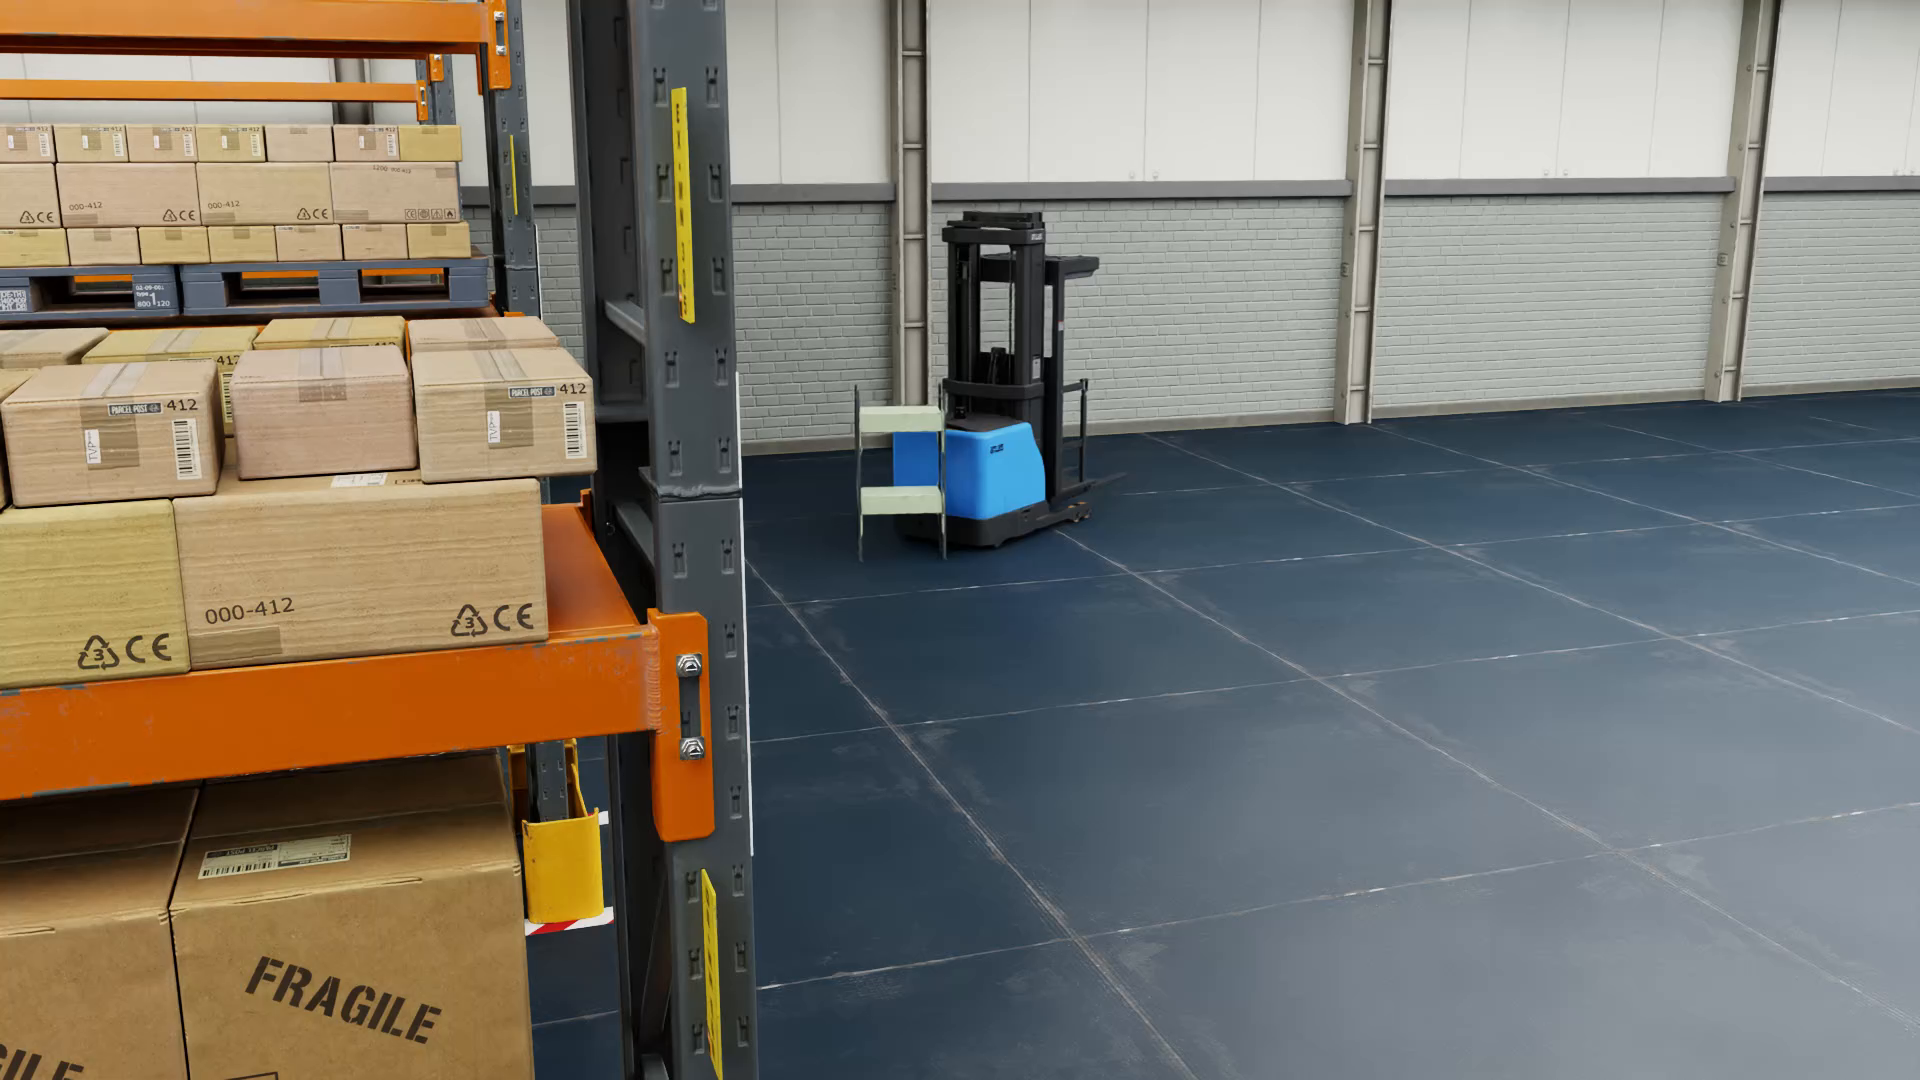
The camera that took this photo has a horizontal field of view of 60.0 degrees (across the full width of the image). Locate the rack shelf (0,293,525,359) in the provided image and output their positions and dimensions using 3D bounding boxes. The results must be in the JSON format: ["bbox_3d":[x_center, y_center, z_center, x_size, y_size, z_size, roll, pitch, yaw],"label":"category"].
[{"bbox_3d":[-3.936,-0.767,7.067,4.000,0.370,1.077,-4,14,-18],"label":"rack shelf"}]

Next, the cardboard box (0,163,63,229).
[{"bbox_3d":[-3.844,-1.382,6.652,0.500,0.250,0.500,-4,14,-18],"label":"cardboard box"}]

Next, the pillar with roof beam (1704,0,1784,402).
[{"bbox_3d":[12.184,-5.421,18.596,0.400,9.000,9.100,-4,14,-18],"label":"pillar with roof beam"}]

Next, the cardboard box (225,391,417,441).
[{"bbox_3d":[-1.094,-0.118,3.106,0.500,0.250,0.500,-4,14,-16],"label":"cardboard box"}]

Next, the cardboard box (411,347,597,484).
[{"bbox_3d":[-0.718,-0.202,2.597,0.250,0.149,0.380,-4,14,-18],"label":"cardboard box"}]

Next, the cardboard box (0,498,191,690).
[{"bbox_3d":[-1.403,0.032,2.475,0.500,0.250,0.500,-4,14,-18],"label":"cardboard box"}]

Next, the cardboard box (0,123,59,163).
[{"bbox_3d":[-3.697,-1.572,6.590,0.250,0.149,0.380,-4,14,-18],"label":"cardboard box"}]

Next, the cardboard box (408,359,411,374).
[{"bbox_3d":[-4.130,-1.478,11.962,0.500,0.500,0.700,-5,14,-19],"label":"cardboard box"}]

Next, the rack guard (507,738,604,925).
[{"bbox_3d":[-2.018,1.409,8.248,0.348,0.500,1.175,-4,14,-18],"label":"rack guard"}]

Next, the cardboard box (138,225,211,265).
[{"bbox_3d":[-3.213,-1.222,6.841,0.250,0.149,0.380,-5,14,-19],"label":"cardboard box"}]

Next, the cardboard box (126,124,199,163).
[{"bbox_3d":[-3.214,-1.610,6.750,0.250,0.149,0.380,-4,14,-18],"label":"cardboard box"}]

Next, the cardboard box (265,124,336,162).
[{"bbox_3d":[-2.732,-1.647,6.908,0.250,0.149,0.380,-4,14,-17],"label":"cardboard box"}]

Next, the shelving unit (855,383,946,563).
[{"bbox_3d":[-0.519,-0.589,14.483,0.755,1.500,0.431,-2,13,-6],"label":"shelving unit"}]

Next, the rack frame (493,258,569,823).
[{"bbox_3d":[-2.041,0.194,7.951,0.127,3.000,1.000,-4,14,-18],"label":"rack frame"}]

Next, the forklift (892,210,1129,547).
[{"bbox_3d":[0.623,-1.649,15.848,1.130,2.935,3.031,9,16,33],"label":"forklift"}]

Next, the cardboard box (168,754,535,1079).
[{"bbox_3d":[-0.997,0.705,2.786,0.500,0.500,0.500,-4,14,-18],"label":"cardboard box"}]

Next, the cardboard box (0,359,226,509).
[{"bbox_3d":[-1.227,-0.164,2.438,0.250,0.149,0.380,-5,14,-21],"label":"cardboard box"}]

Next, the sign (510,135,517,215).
[{"bbox_3d":[-1.881,-1.537,7.006,0.005,0.325,0.100,-4,14,-18],"label":"sign"}]

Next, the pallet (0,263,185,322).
[{"bbox_3d":[-3.899,-1.074,6.992,1.213,0.211,1.003,-4,14,-18],"label":"pallet"}]

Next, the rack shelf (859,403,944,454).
[{"bbox_3d":[-0.519,-0.968,14.393,0.720,0.370,0.431,-2,13,-6],"label":"rack shelf"}]

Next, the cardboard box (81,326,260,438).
[{"bbox_3d":[-1.366,-0.278,2.915,0.250,0.149,0.380,-5,14,-19],"label":"cardboard box"}]

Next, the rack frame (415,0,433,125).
[{"bbox_3d":[-5.302,-4.891,16.365,0.127,3.000,1.000,-4,14,-18],"label":"rack frame"}]

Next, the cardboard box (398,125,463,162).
[{"bbox_3d":[-2.252,-1.684,7.063,0.250,0.149,0.380,-4,14,-18],"label":"cardboard box"}]

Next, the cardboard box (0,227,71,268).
[{"bbox_3d":[-3.693,-1.184,6.685,0.250,0.149,0.380,-4,14,-17],"label":"cardboard box"}]

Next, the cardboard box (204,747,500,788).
[{"bbox_3d":[-1.163,0.591,3.265,0.500,0.500,0.500,-4,14,-18],"label":"cardboard box"}]

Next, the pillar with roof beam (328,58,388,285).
[{"bbox_3d":[-4.876,-4.093,13.011,0.400,9.000,9.100,-4,14,-18],"label":"pillar with roof beam"}]

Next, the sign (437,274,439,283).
[{"bbox_3d":[-5.142,-2.531,16.394,0.005,0.325,0.100,-4,14,-18],"label":"sign"}]

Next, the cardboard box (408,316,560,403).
[{"bbox_3d":[-0.889,-0.321,3.098,0.250,0.149,0.380,-5,14,-18],"label":"cardboard box"}]

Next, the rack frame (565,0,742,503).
[{"bbox_3d":[-0.554,-1.629,2.652,0.127,3.000,1.000,-4,14,-18],"label":"rack frame"}]

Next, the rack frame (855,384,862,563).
[{"bbox_3d":[-0.883,-0.579,14.443,0.023,1.500,0.400,-2,13,-6],"label":"rack frame"}]

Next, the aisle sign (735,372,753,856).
[{"bbox_3d":[-0.400,0.086,2.788,0.004,0.787,0.394,-4,14,-18],"label":"aisle sign"}]

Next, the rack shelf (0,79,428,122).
[{"bbox_3d":[-7.197,-4.199,15.874,4.000,0.370,1.077,-4,14,-18],"label":"rack shelf"}]

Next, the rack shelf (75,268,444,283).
[{"bbox_3d":[-5.611,-1.846,11.600,4.000,0.370,1.077,-4,14,-18],"label":"rack shelf"}]

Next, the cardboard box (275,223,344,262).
[{"bbox_3d":[-2.730,-1.259,7.000,0.250,0.149,0.380,-4,14,-17],"label":"cardboard box"}]

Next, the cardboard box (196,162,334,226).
[{"bbox_3d":[-2.890,-1.456,6.963,0.500,0.250,0.500,-4,14,-18],"label":"cardboard box"}]

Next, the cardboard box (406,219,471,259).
[{"bbox_3d":[-2.248,-1.297,7.157,0.250,0.149,0.380,-4,14,-18],"label":"cardboard box"}]
